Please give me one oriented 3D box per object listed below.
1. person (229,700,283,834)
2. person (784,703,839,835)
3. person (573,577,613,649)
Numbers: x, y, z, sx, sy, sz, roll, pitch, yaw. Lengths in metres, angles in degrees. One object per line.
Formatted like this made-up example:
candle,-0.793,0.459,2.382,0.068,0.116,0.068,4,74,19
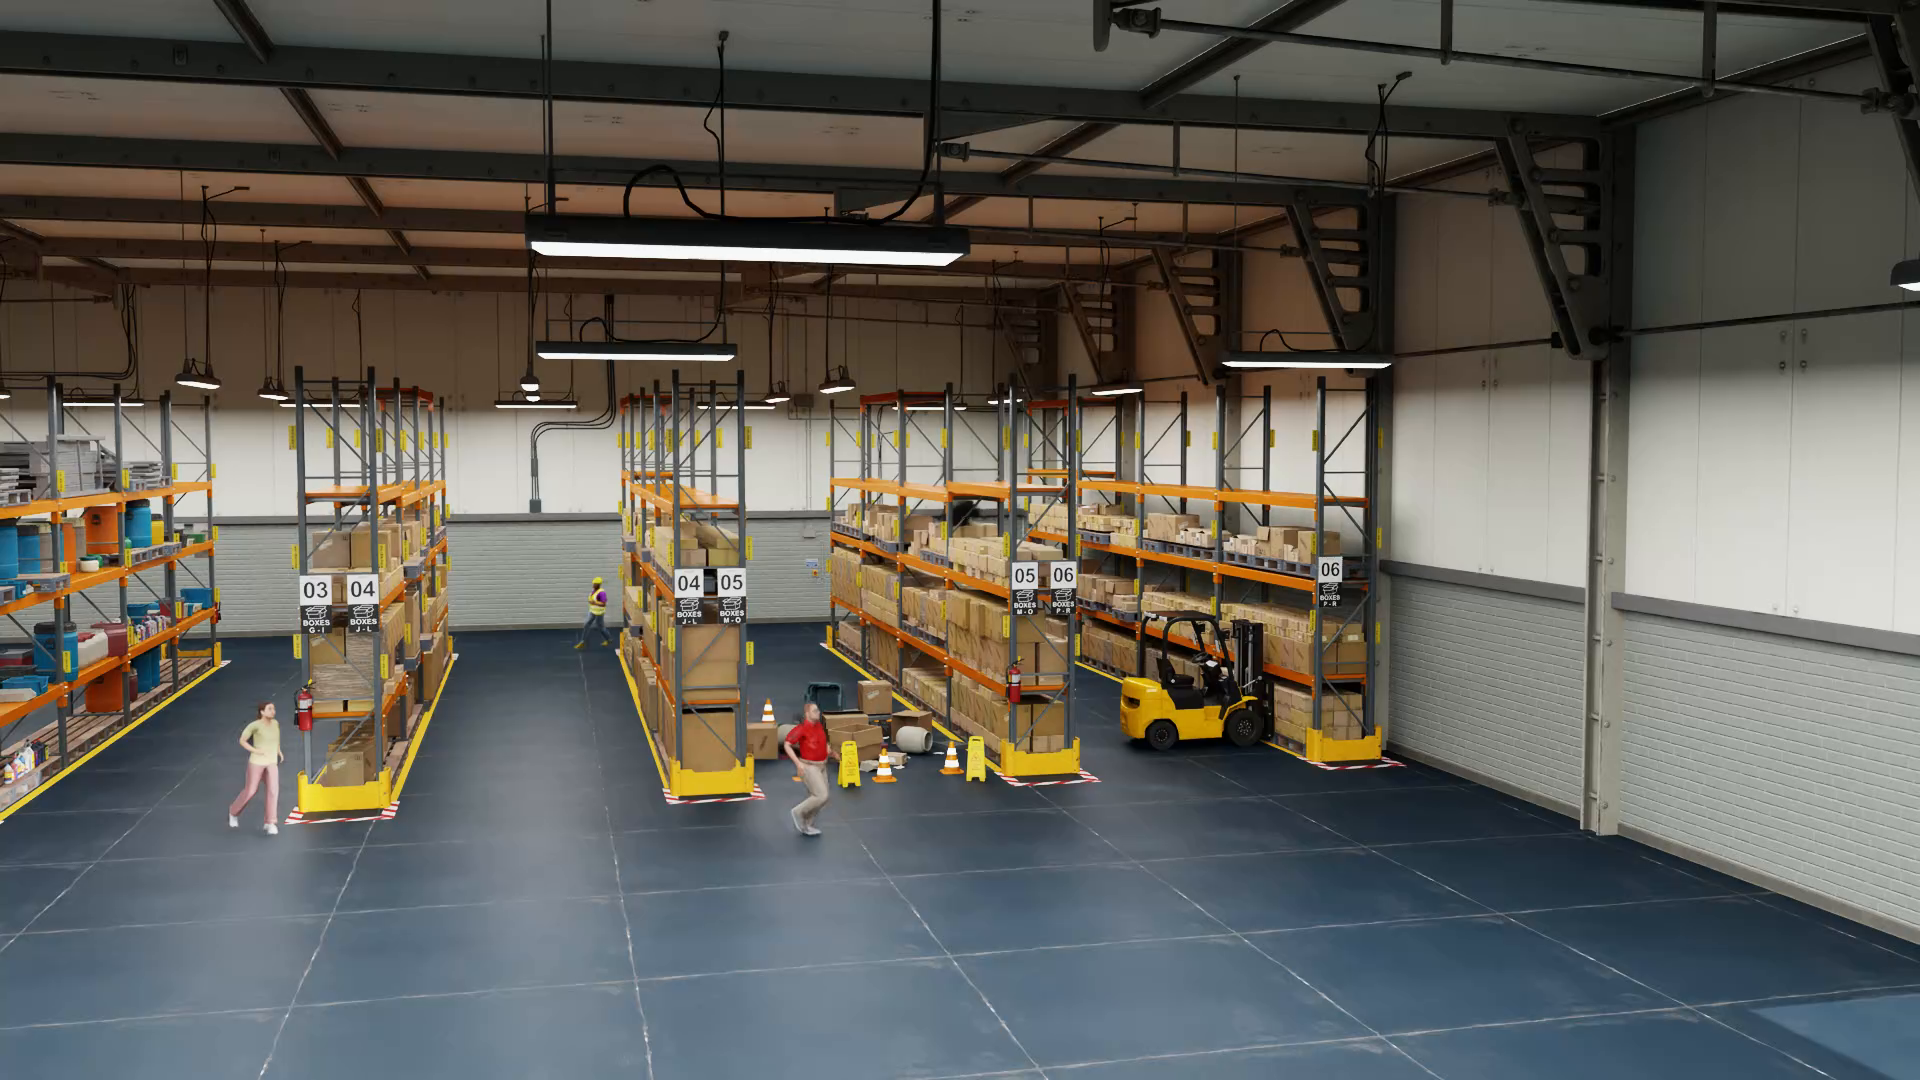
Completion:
person,-8.938,2.886,21.378,0.946,1.648,0.645,3,4,37
person,-1.816,2.898,21.020,0.590,1.676,0.664,2,4,27
person,-8.665,1.742,39.807,0.793,1.729,0.936,3,5,44
